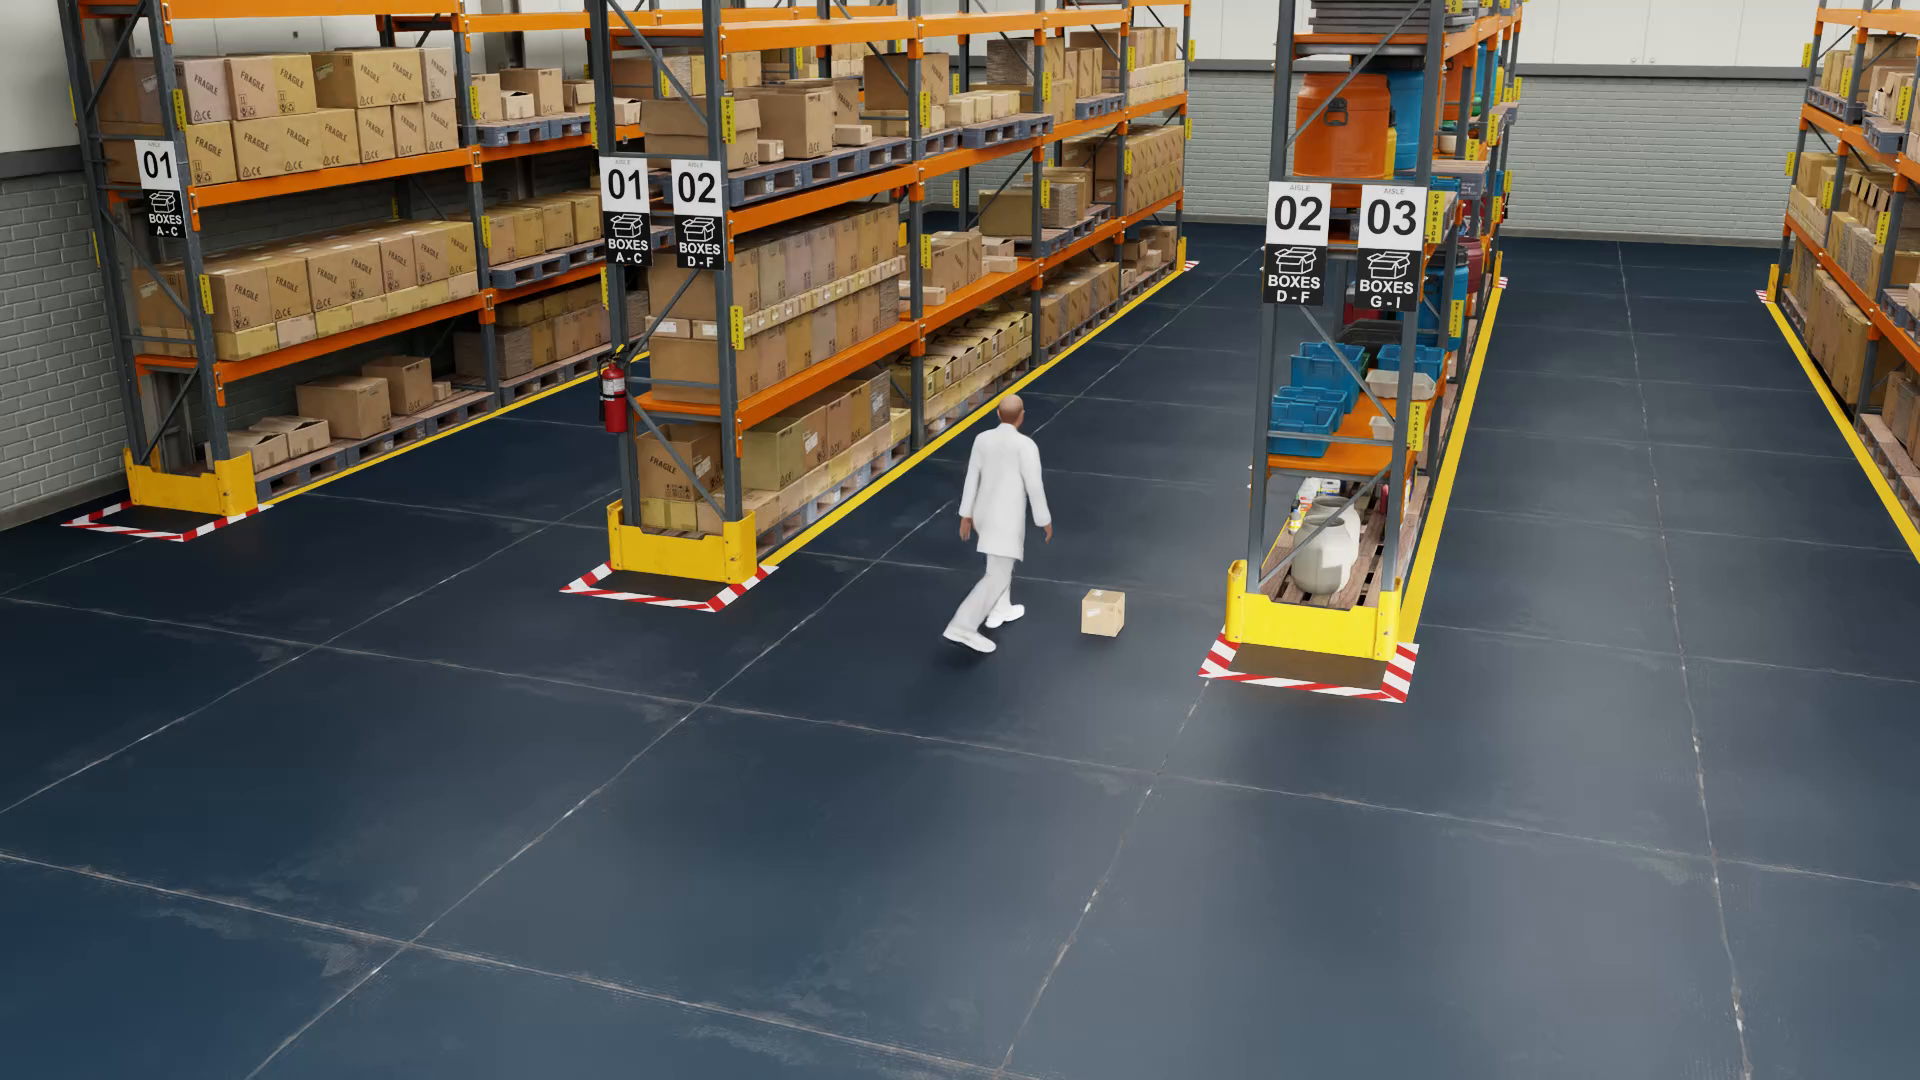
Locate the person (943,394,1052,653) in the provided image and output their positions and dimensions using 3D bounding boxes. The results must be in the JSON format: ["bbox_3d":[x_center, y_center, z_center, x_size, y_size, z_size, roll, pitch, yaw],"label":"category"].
[{"bbox_3d":[0.222,-0.125,11.514,0.962,1.718,0.661,-15,24,-38],"label":"person"}]
